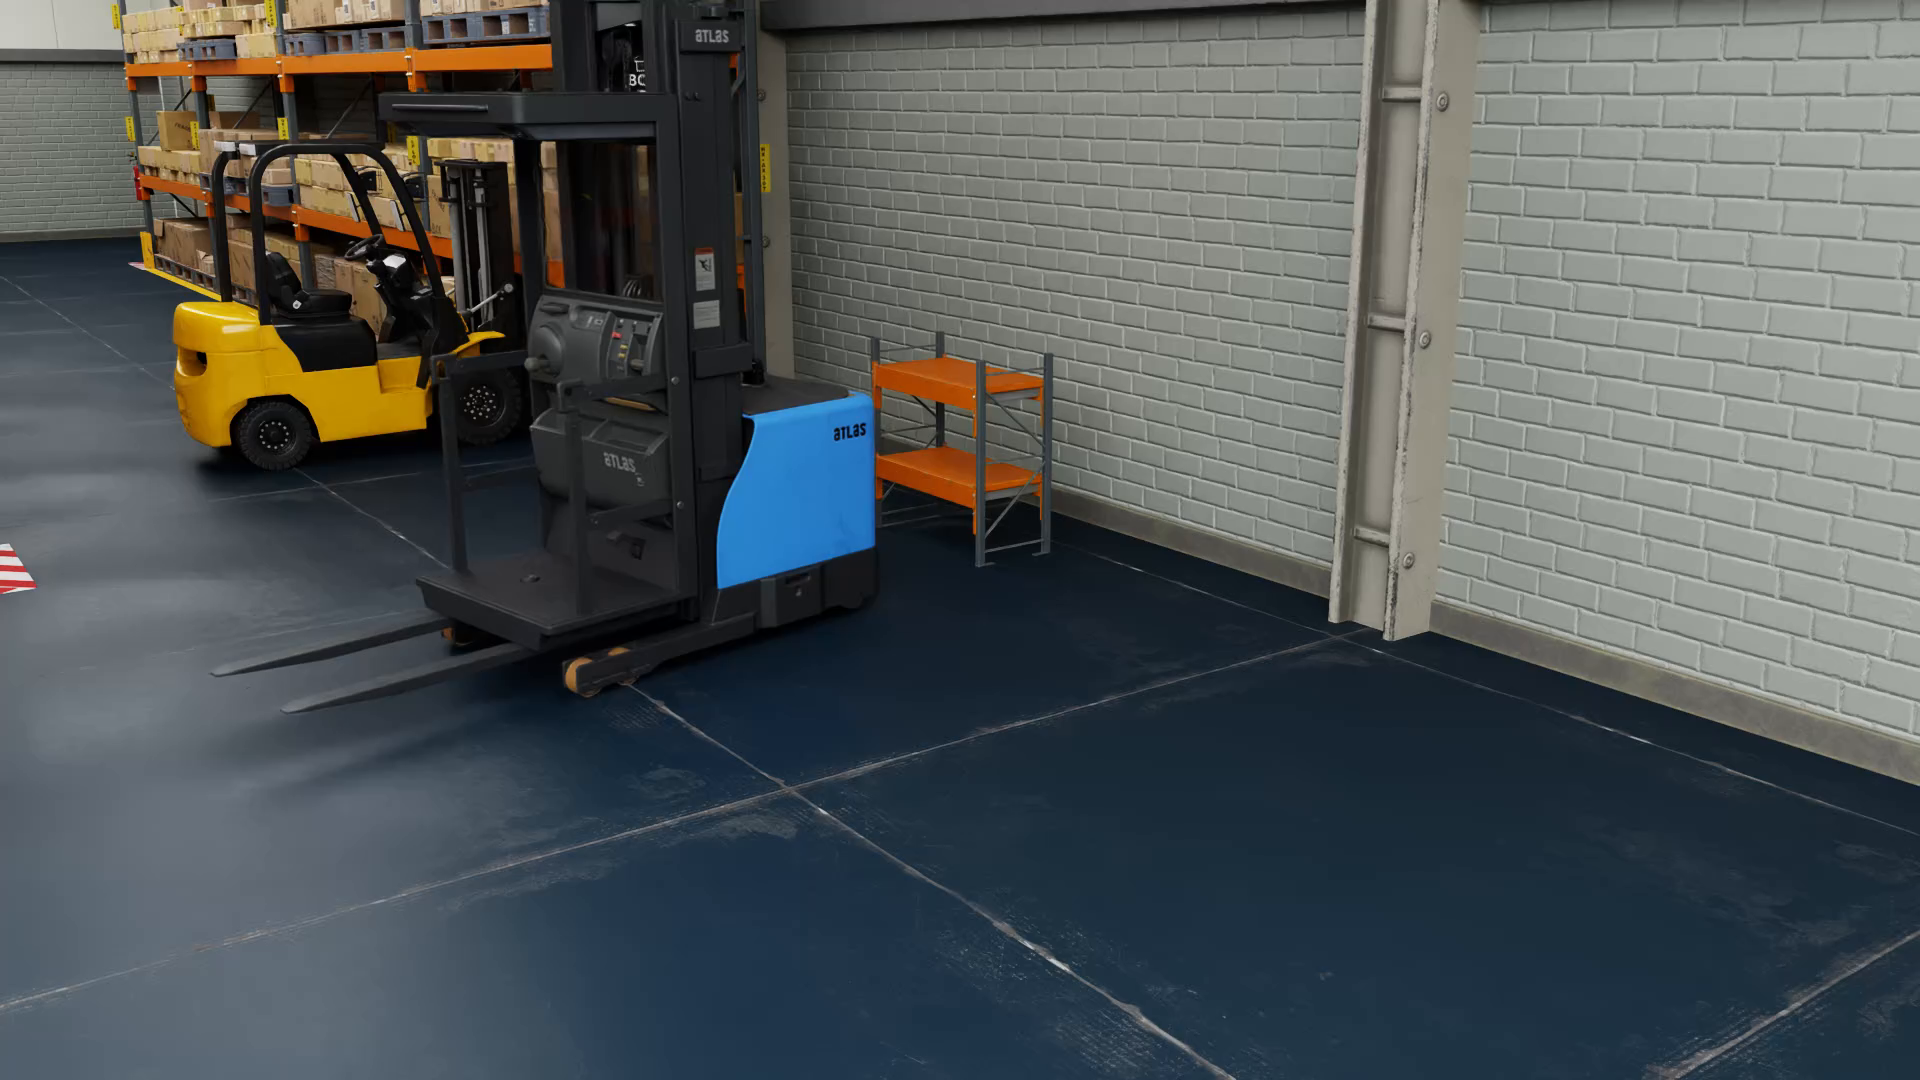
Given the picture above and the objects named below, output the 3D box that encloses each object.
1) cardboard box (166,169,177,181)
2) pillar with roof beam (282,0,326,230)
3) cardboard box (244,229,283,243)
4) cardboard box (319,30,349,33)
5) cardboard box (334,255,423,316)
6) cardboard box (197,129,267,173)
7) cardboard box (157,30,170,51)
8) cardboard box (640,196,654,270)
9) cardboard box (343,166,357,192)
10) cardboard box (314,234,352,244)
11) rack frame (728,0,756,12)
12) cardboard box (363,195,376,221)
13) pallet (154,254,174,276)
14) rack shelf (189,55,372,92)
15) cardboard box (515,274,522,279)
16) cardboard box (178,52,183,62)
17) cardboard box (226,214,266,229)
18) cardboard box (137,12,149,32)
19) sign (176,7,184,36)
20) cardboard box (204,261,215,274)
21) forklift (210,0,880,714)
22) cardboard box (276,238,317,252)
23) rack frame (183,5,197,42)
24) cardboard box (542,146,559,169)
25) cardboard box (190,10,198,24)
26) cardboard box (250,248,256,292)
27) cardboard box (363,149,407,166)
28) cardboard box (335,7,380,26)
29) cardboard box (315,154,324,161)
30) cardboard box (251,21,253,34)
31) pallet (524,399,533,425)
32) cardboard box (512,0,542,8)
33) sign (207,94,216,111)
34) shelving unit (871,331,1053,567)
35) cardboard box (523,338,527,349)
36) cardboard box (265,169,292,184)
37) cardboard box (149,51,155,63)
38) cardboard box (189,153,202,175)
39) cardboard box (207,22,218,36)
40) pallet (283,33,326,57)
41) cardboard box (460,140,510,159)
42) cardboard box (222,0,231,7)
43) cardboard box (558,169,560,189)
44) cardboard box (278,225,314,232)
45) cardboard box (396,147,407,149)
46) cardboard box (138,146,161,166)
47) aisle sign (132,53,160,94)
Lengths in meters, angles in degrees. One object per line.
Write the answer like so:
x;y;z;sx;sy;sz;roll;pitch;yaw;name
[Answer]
-10.356;-4.875;22.181;0.380;0.149;0.250;-10;18;-33;cardboard box
-12.027;-7.104;18.487;9.100;9.000;0.400;-11;19;-35;pillar with roof beam
-8.311;-3.626;19.852;0.380;0.149;0.250;-11;19;-35;cardboard box
-6.534;-5.418;17.537;0.380;0.149;0.250;-11;19;-34;cardboard box
-5.766;-2.520;16.804;0.875;0.625;0.625;-10;18;-33;cardboard box
-8.760;-4.703;20.093;0.700;0.500;0.500;-10;18;-33;cardboard box
-9.956;-6.393;21.291;0.500;0.250;0.500;-10;18;-33;cardboard box
-2.310;-2.141;11.526;0.500;0.500;0.500;-11;19;-36;cardboard box
-5.541;-3.446;15.820;0.500;0.250;0.500;-11;19;-34;cardboard box
-7.190;-3.428;19.130;0.380;0.149;0.250;-11;19;-36;cardboard box
-1.808;-4.922;10.512;1.000;3.000;0.127;-11;19;-35;rack frame
-5.235;-3.094;15.483;0.500;0.250;0.500;-11;19;-34;cardboard box
-10.702;-3.913;23.474;1.003;0.211;1.213;-11;19;-35;pallet
-7.688;-5.263;18.805;1.077;0.370;4.000;-11;19;-35;rack shelf
-3.714;-2.166;14.326;0.500;0.250;0.500;-10;18;-33;cardboard box
-9.456;-6.000;20.609;0.380;0.149;0.250;-11;19;-35;cardboard box
-8.677;-3.878;20.209;0.380;0.149;0.250;-12;19;-37;cardboard box
-10.568;-6.853;22.025;0.500;0.250;0.500;-11;19;-35;cardboard box
-9.298;-6.201;19.888;0.100;0.325;0.005;-11;19;-35;sign
-9.429;-3.491;21.255;0.380;0.149;0.250;-12;19;-36;cardboard box
-1.777;-0.893;7.286;1.130;2.935;3.031;14;21;41;forklift
-7.431;-3.292;18.634;0.380;0.149;0.250;-10;18;-33;cardboard box
-8.864;-7.484;19.874;1.000;3.000;0.127;-11;19;-35;rack frame
-2.864;-2.779;12.066;0.380;0.149;0.250;-10;18;-33;cardboard box
-8.714;-6.072;19.324;0.380;0.149;0.250;-11;19;-36;cardboard box
-7.851;-3.118;19.226;0.500;0.500;0.500;-12;19;-37;cardboard box
-5.316;-3.550;15.447;0.380;0.149;0.250;-11;19;-34;cardboard box
-5.506;-4.811;15.281;0.380;0.149;0.250;-11;19;-35;cardboard box
-6.233;-3.876;16.637;0.380;0.149;0.250;-10;18;-33;cardboard box
-7.473;-5.567;18.081;0.380;0.149;0.250;-11;19;-34;cardboard box
-3.005;-1.100;13.196;1.003;0.211;1.213;-11;19;-35;pallet
-2.787;-4.065;11.889;0.700;0.500;0.500;-11;19;-34;cardboard box
-10.755;-6.237;23.891;0.100;0.325;0.005;-11;19;-35;sign
-0.004;-0.544;9.433;0.538;1.125;1.048;-11;19;-35;shelving unit
-2.954;-1.417;12.536;0.500;0.250;0.500;-11;19;-36;cardboard box
-7.209;-3.898;17.818;0.380;0.149;0.250;-10;18;-34;cardboard box
-10.394;-6.324;21.792;0.380;0.149;0.250;-11;19;-34;cardboard box
-9.361;-4.732;20.906;0.500;0.250;0.500;-10;18;-33;cardboard box
-8.265;-5.768;18.777;0.380;0.149;0.250;-10;18;-33;cardboard box
-6.041;-4.961;16.696;1.213;0.211;1.003;-10;18;-32;pallet
-3.760;-3.107;13.264;0.380;0.149;0.250;-10;18;-33;cardboard box
-8.629;-6.455;19.941;0.396;0.266;0.258;-11;19;-35;cardboard box
-2.653;-2.589;11.936;0.380;0.149;0.250;-11;19;-35;cardboard box
-8.106;-3.760;20.344;0.380;0.149;0.250;-11;19;-34;cardboard box
-5.239;-3.735;16.121;0.380;0.149;0.250;-10;18;-33;cardboard box
-11.167;-5.377;23.261;0.500;0.250;0.500;-11;19;-34;cardboard box
-11.494;-6.667;23.330;0.394;0.787;0.004;-11;19;-35;aisle sign
